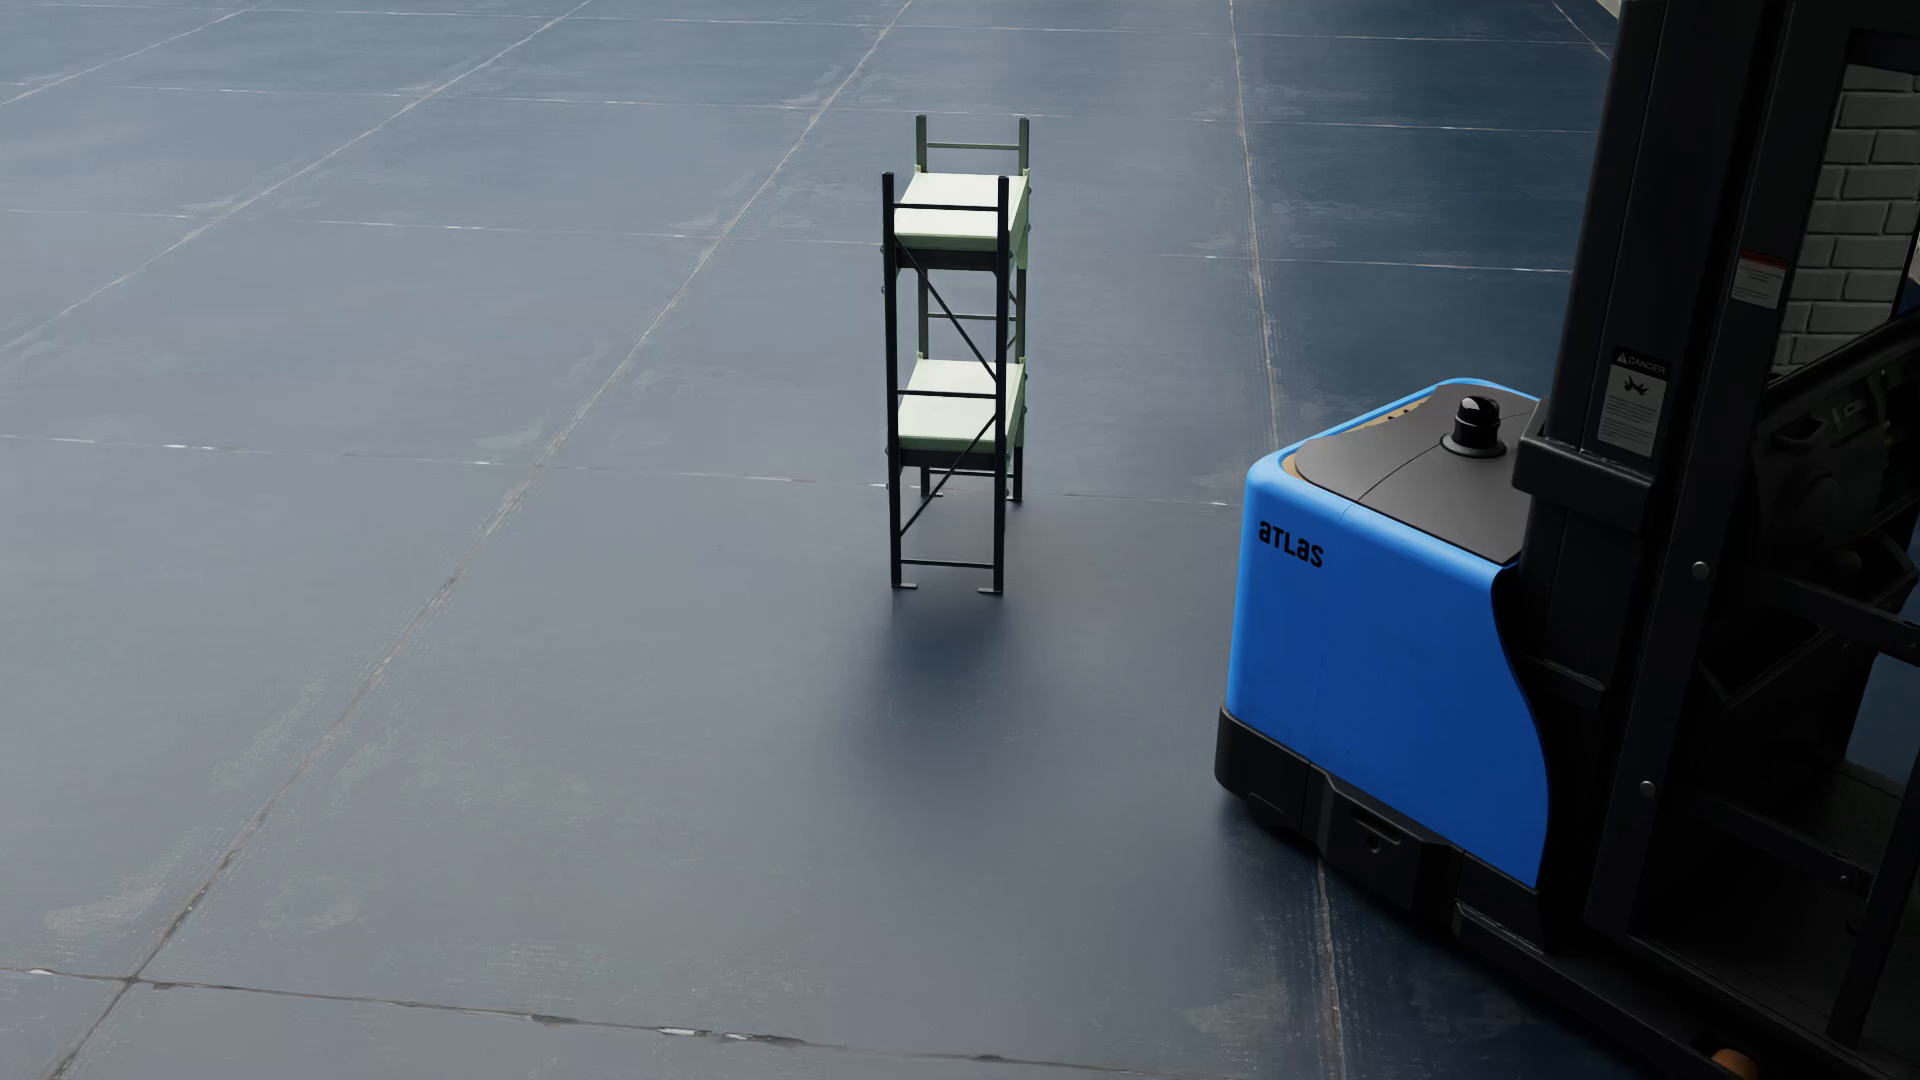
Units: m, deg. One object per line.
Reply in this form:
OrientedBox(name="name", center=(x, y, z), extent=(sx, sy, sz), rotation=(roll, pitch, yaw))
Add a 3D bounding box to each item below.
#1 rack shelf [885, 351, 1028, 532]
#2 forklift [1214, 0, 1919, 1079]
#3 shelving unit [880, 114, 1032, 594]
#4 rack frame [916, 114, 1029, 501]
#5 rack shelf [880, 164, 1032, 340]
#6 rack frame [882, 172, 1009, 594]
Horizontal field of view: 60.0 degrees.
OrientedBox(name="rack shelf", center=(-0.001, -0.370, 6.043), extent=(0.431, 0.370, 0.720), rotation=(3, 28, 6))
OrientedBox(name="forklift", center=(2.074, -0.162, 3.461), extent=(1.130, 2.935, 3.031), rotation=(-22, 35, -35))
OrientedBox(name="shelving unit", center=(-0.001, -0.657, 5.888), extent=(0.431, 1.500, 0.755), rotation=(3, 28, 6))
OrientedBox(name="rack frame", center=(0.044, -0.829, 6.208), extent=(0.400, 1.500, 0.023), rotation=(3, 28, 6))
OrientedBox(name="rack shelf", center=(-0.001, -1.001, 5.703), extent=(0.431, 0.370, 0.720), rotation=(3, 28, 6))
OrientedBox(name="rack frame", center=(-0.046, -0.485, 5.569), extent=(0.400, 1.500, 0.023), rotation=(3, 28, 6))
